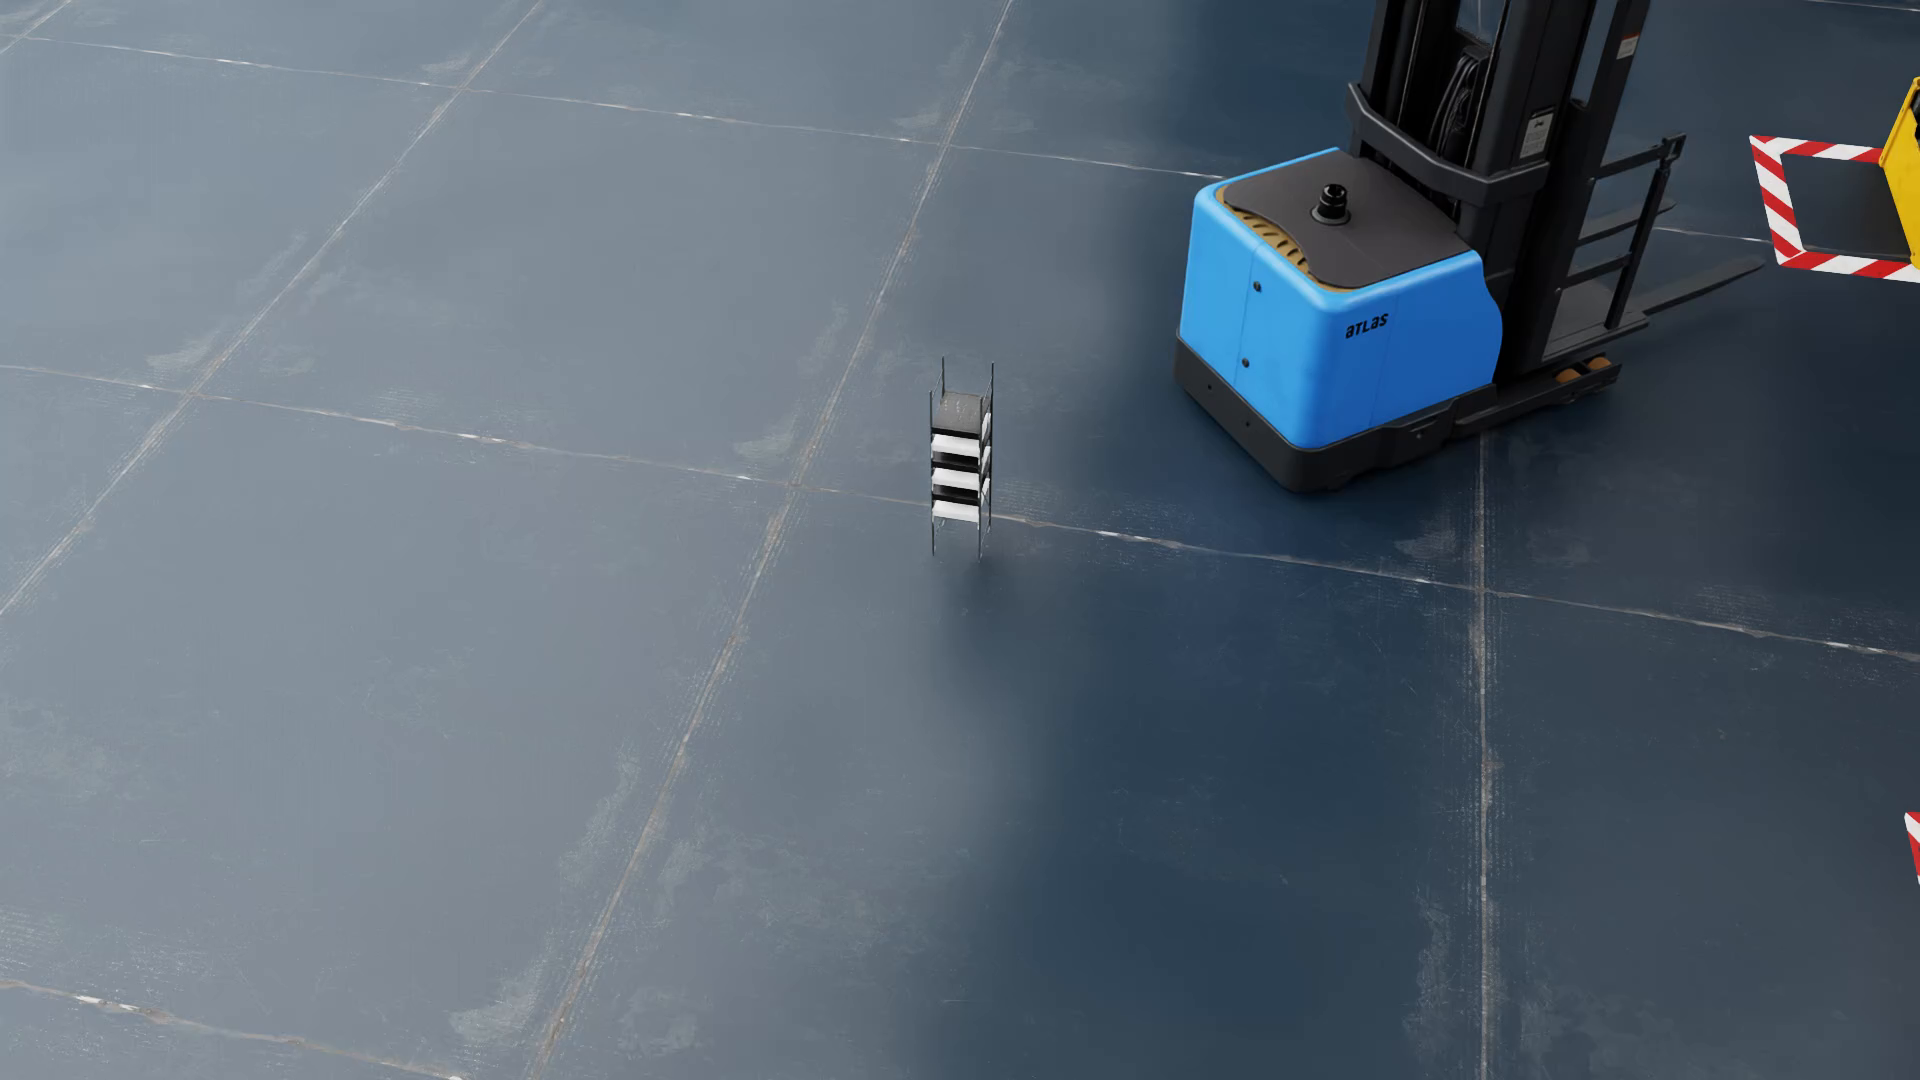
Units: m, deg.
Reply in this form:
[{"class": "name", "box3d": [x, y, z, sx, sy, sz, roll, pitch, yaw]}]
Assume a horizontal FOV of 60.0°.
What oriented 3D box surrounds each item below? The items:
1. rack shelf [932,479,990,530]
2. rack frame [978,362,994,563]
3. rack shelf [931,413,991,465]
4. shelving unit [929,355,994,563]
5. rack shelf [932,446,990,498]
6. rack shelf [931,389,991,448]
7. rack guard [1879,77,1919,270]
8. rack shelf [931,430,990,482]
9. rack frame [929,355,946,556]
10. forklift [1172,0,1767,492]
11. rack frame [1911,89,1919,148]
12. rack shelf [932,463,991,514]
[{"class": "rack shelf", "box3d": [0.008, -0.169, 7.045, 0.200, 0.077, 0.258, 9, 45, 9]}, {"class": "rack frame", "box3d": [0.107, -0.308, 6.881, 0.006, 0.900, 0.240, 9, 45, 9]}, {"class": "rack shelf", "box3d": [0.008, -0.429, 6.795, 0.200, 0.077, 0.258, 9, 45, 9]}, {"class": "shelving unit", "box3d": [0.008, -0.323, 6.897, 0.210, 0.900, 0.258, 9, 45, 9]}, {"class": "rack shelf", "box3d": [0.008, -0.299, 6.920, 0.200, 0.077, 0.258, 9, 45, 9]}, {"class": "rack shelf", "box3d": [0.008, -0.493, 6.733, 0.200, 0.077, 0.258, 9, 45, 9]}, {"class": "rack guard", "box3d": [5.271, -1.951, 8.877, 0.348, 0.500, 1.175, 9, 45, 9]}, {"class": "rack shelf", "box3d": [0.008, -0.364, 6.857, 0.200, 0.077, 0.258, 9, 45, 9]}, {"class": "rack frame", "box3d": [-0.091, -0.338, 6.913, 0.006, 0.900, 0.240, 9, 45, 9]}, {"class": "forklift", "box3d": [2.556, -2.002, 7.176, 3.031, 2.935, 1.130, -20, 47, -20]}, {"class": "rack frame", "box3d": [5.197, -2.863, 8.022, 0.127, 3.000, 1.000, 9, 45, 9]}, {"class": "rack shelf", "box3d": [0.008, -0.234, 6.982, 0.200, 0.077, 0.258, 9, 45, 9]}]
